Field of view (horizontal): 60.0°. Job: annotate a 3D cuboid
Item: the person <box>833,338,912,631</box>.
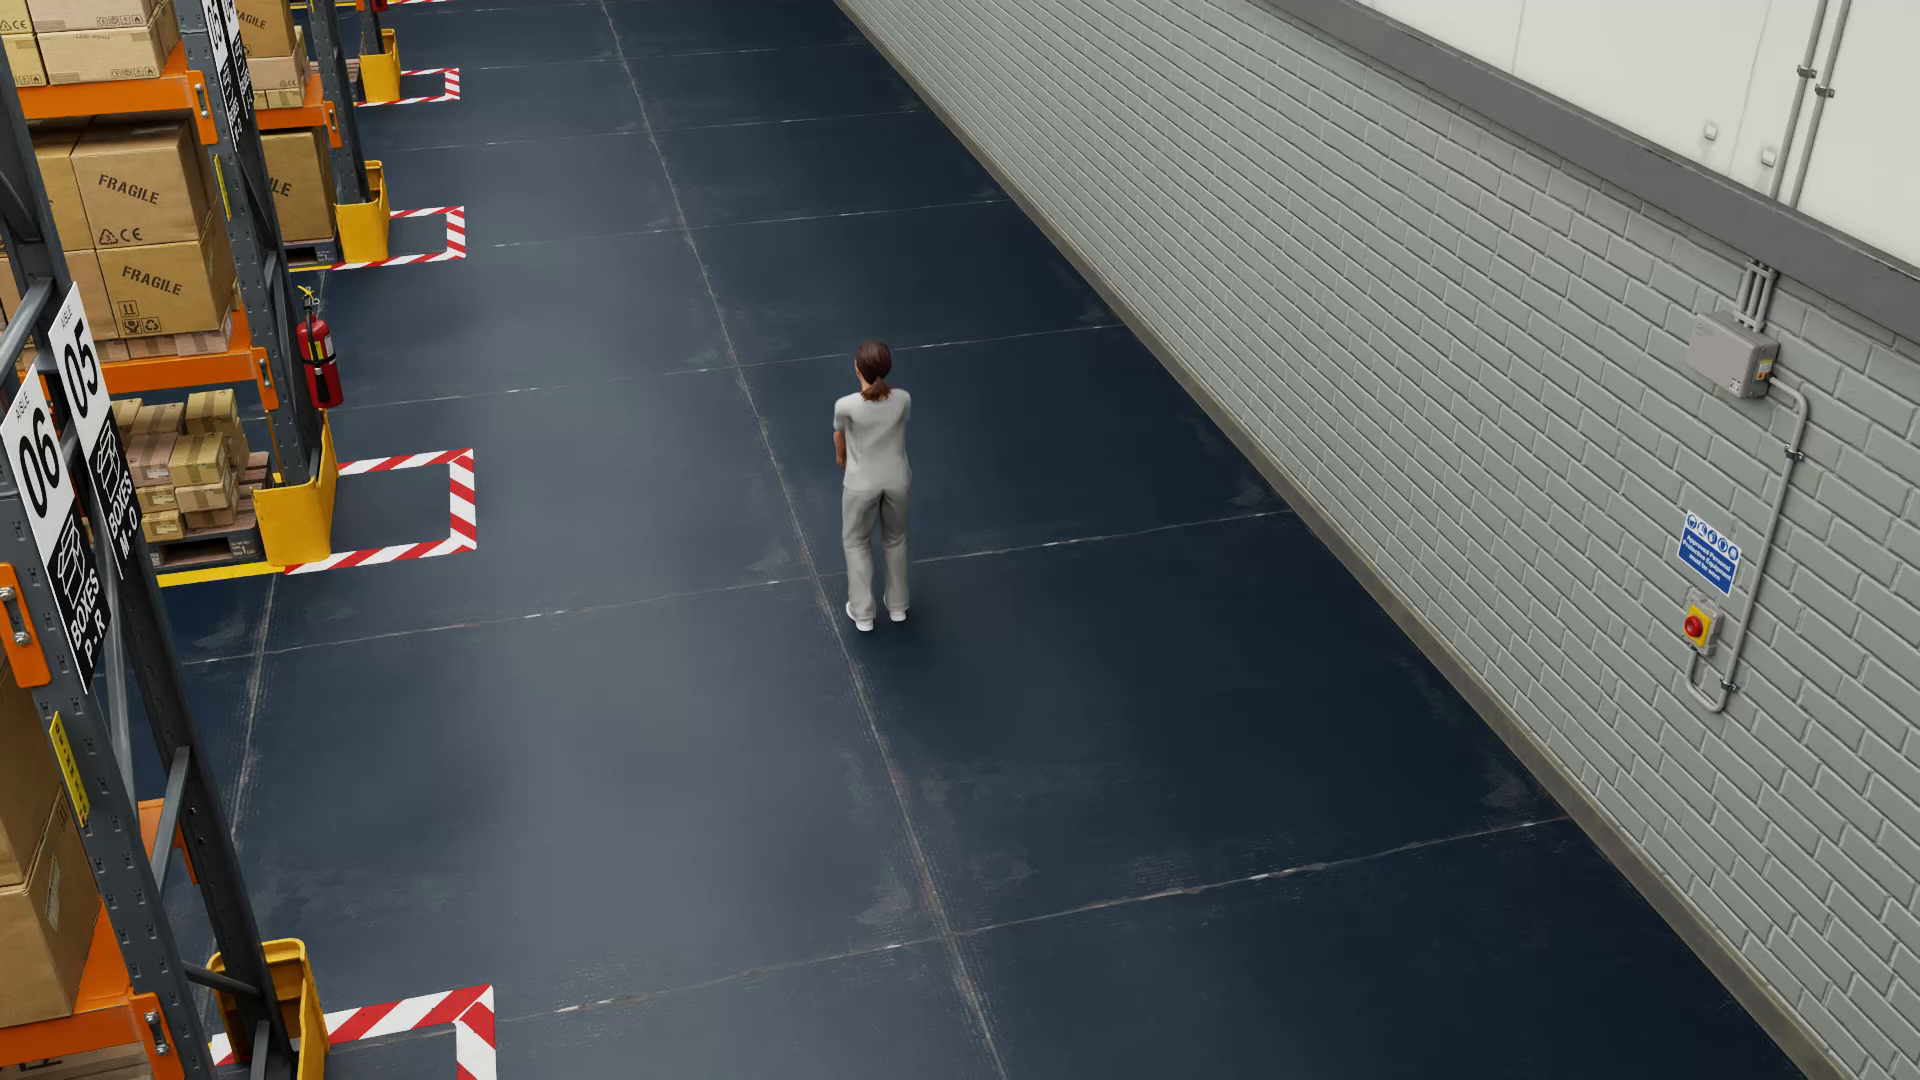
[{"bbox_3d":[-0.463,-0.319,8.793,0.409,1.668,0.525,-8,31,-14],"label":"person"}]
